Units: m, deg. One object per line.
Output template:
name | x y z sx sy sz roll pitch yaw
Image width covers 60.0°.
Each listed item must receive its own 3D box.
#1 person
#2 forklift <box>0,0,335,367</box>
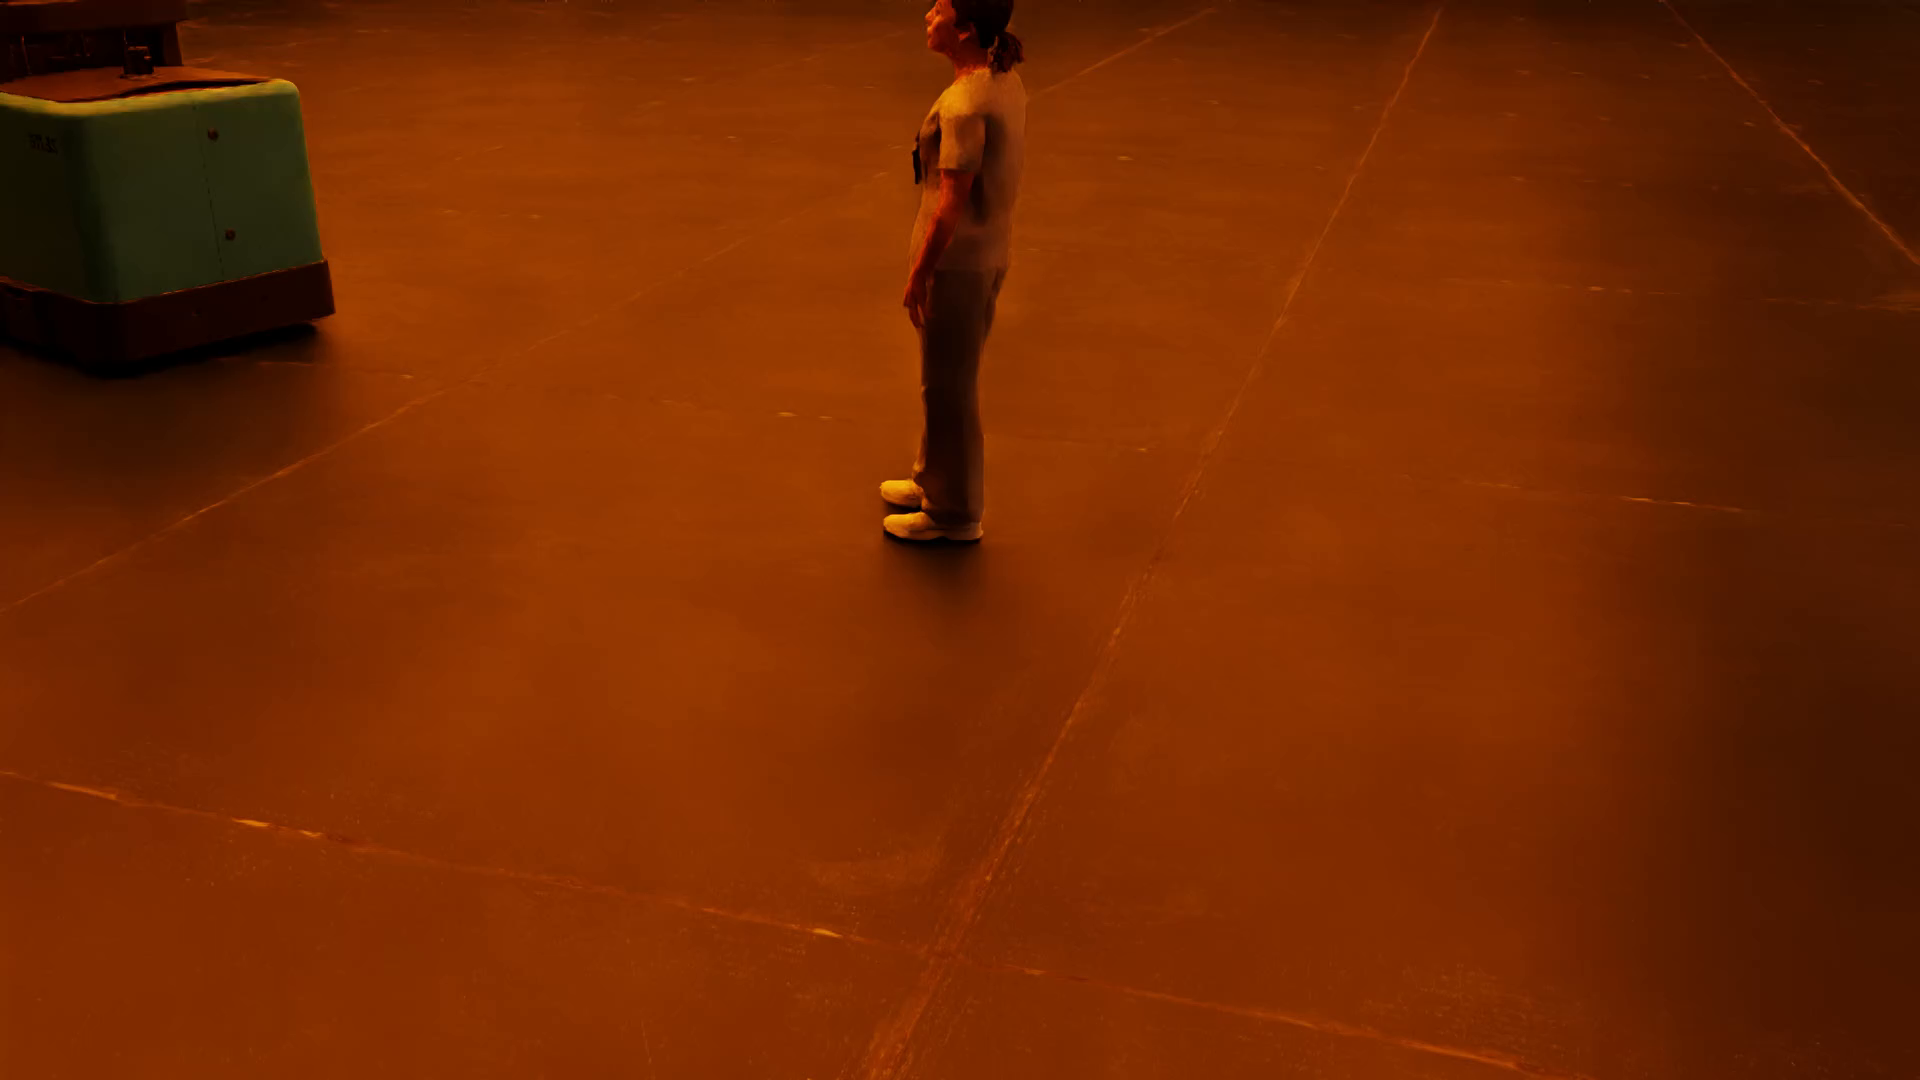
person | -0.067 -0.794 4.830 0.548 1.674 0.550 7 23 16
forklift | -4.254 -2.492 7.316 3.031 2.935 1.130 16 27 34
